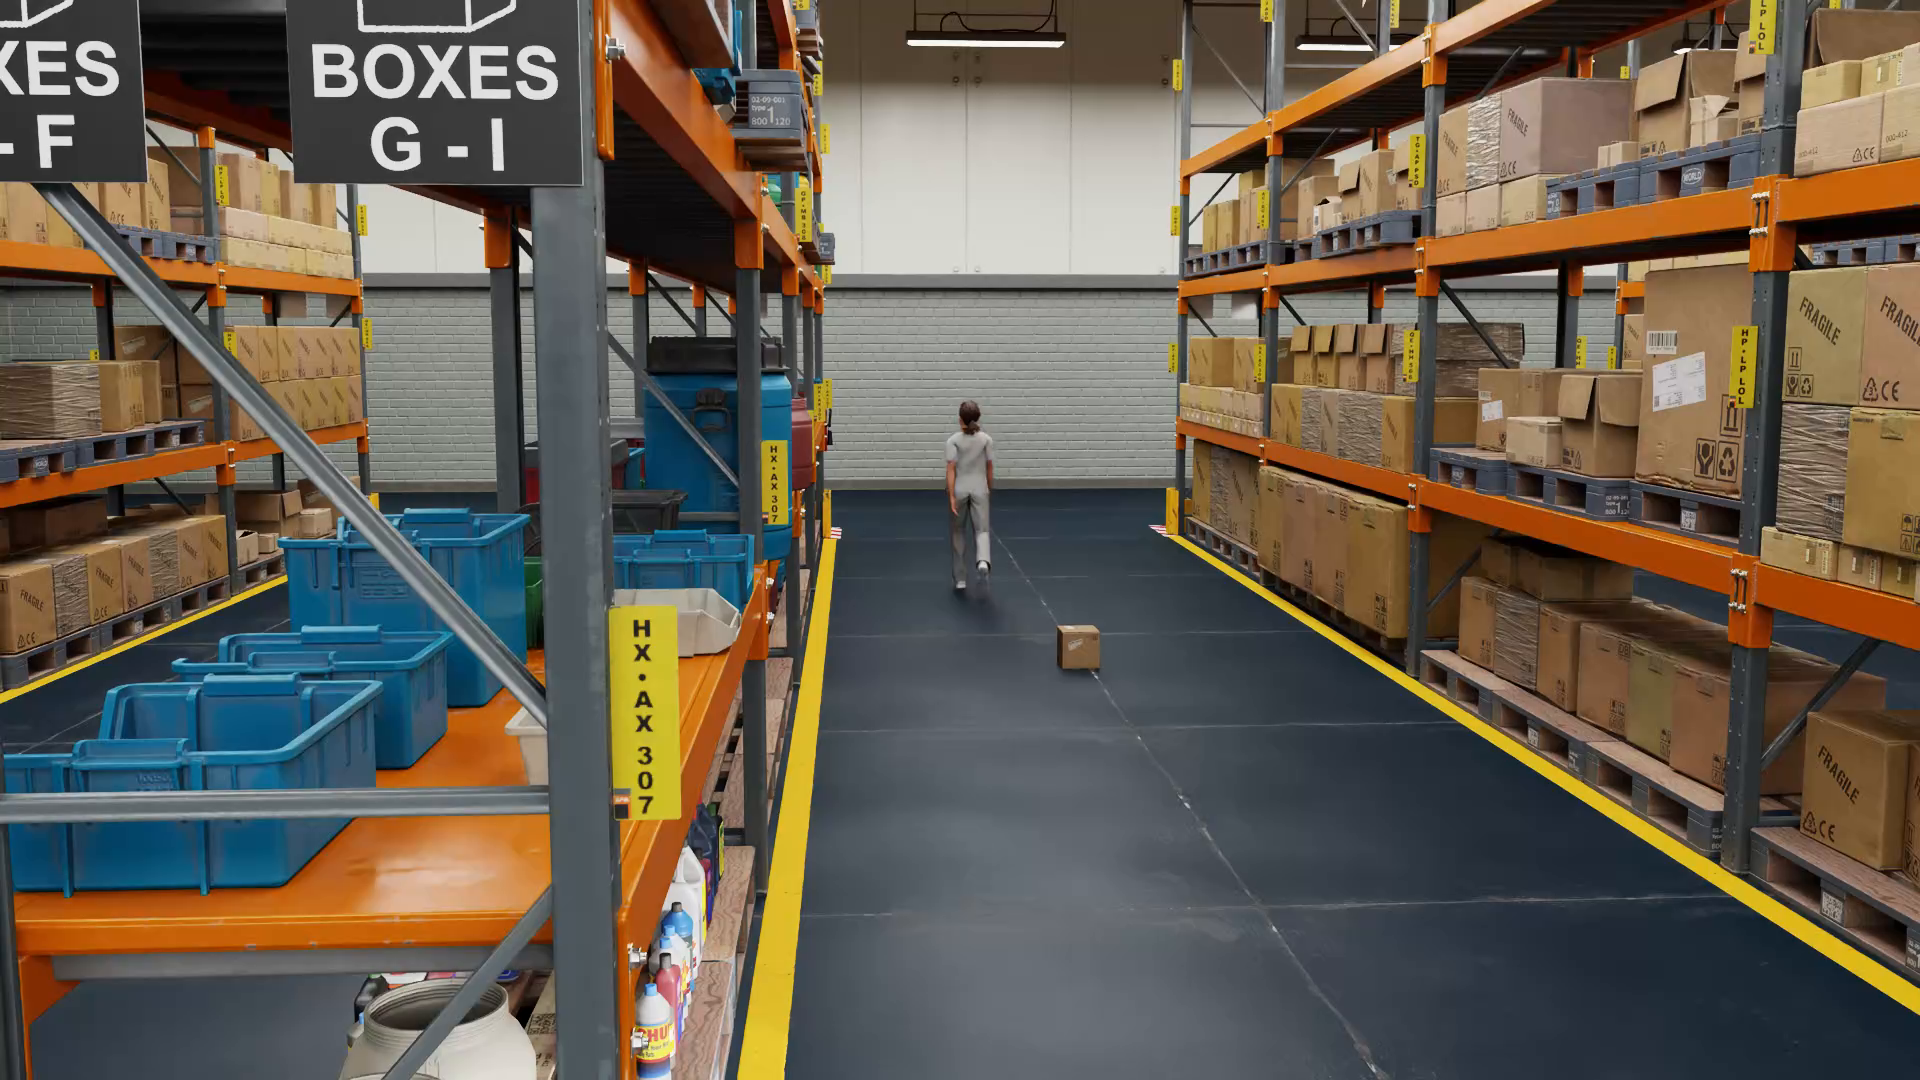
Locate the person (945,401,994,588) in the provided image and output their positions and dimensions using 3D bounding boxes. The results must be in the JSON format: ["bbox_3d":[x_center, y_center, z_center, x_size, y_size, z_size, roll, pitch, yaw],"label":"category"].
[{"bbox_3d":[0.084,-0.377,14.310,0.436,1.641,0.856,-1,7,-7],"label":"person"}]
